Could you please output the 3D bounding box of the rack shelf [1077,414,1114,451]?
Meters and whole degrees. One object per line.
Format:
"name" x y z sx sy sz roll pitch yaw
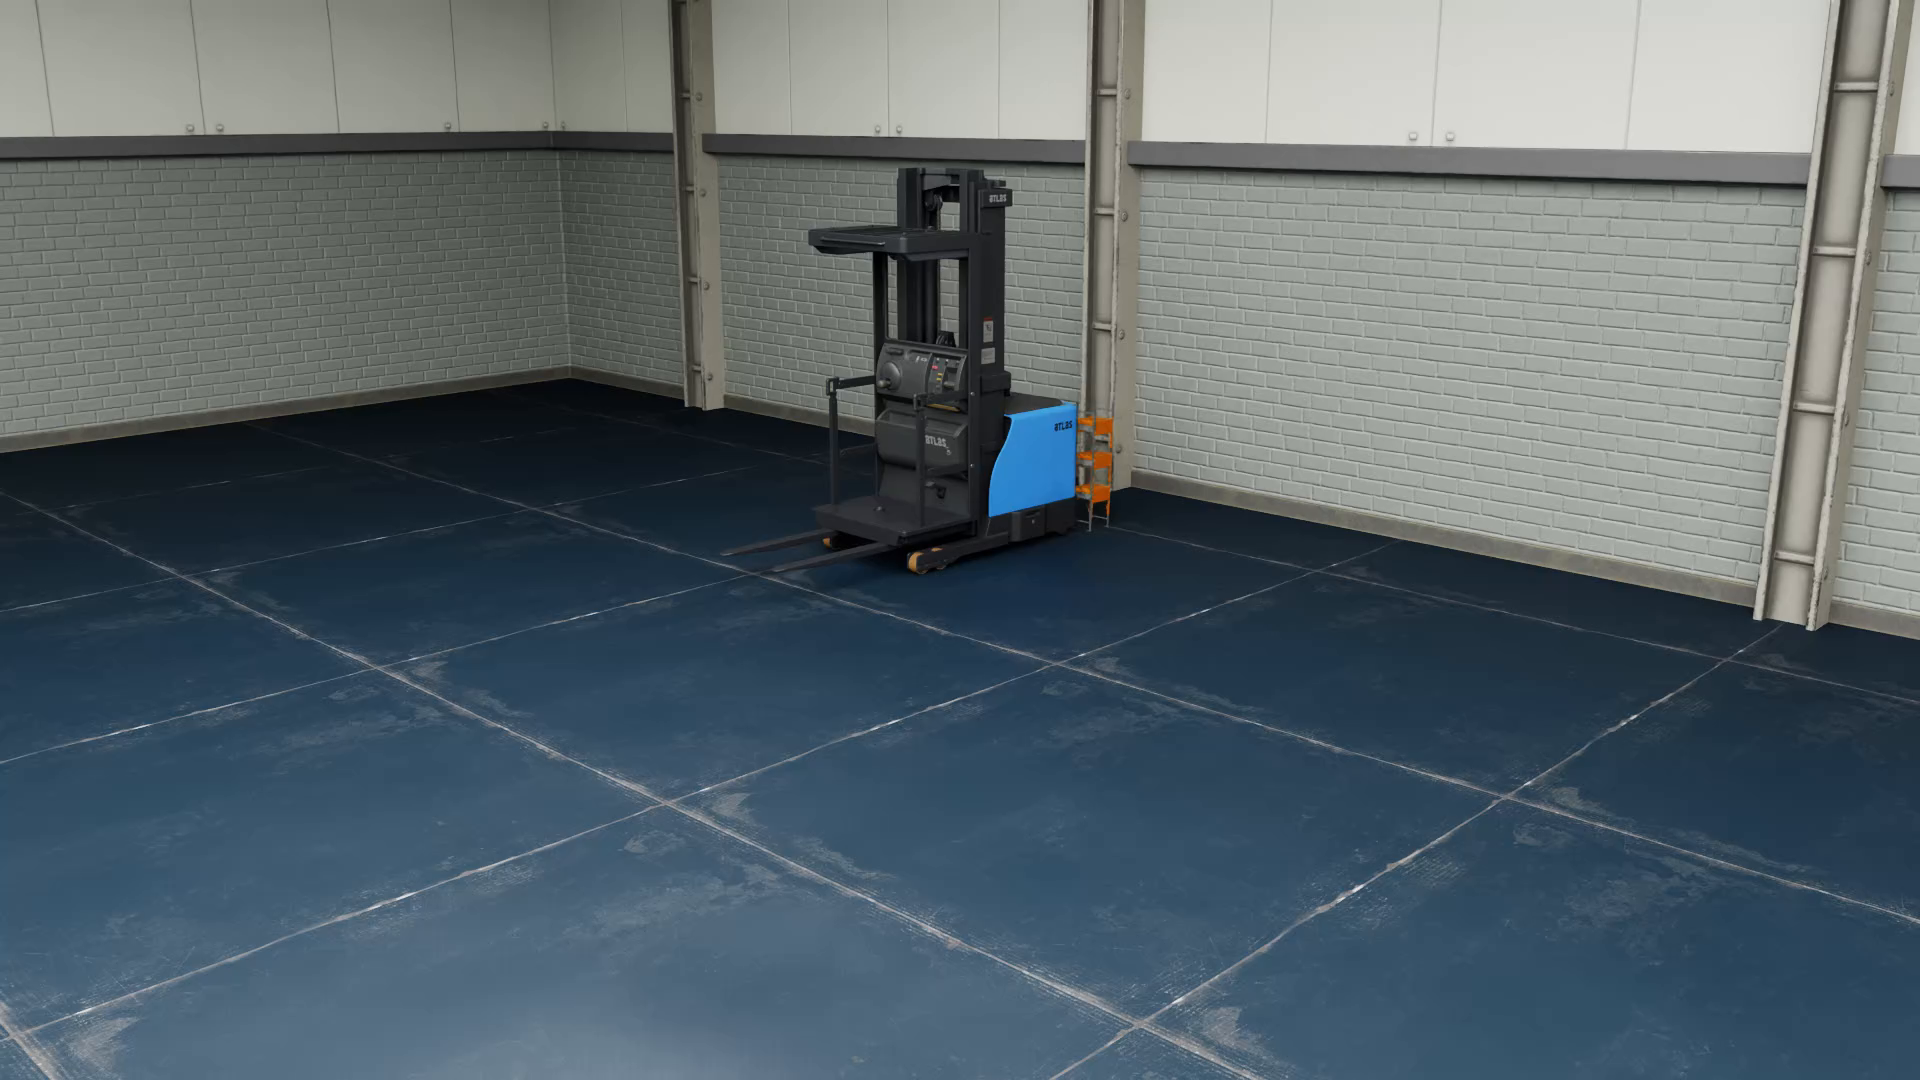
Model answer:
"rack shelf" 1.098 -0.880 13.628 0.215 0.259 0.240 12 17 39

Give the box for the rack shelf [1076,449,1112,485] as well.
"rack shelf" 1.091 -0.604 13.692 0.215 0.259 0.240 12 17 39

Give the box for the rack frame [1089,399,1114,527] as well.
"rack frame" 1.171 -0.633 13.779 0.200 1.050 0.008 12 17 39

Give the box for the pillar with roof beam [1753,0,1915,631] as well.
"pillar with roof beam" 2.679 -3.028 7.207 0.400 9.000 9.100 14 20 42

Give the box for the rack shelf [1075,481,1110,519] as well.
"rack shelf" 1.084 -0.333 13.754 0.215 0.259 0.240 12 17 39

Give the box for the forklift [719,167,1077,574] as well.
"forklift" -0.448 -1.308 12.639 3.031 2.935 1.130 -14 20 -43

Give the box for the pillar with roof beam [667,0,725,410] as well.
"pillar with roof beam" -5.960 -5.128 15.267 0.400 9.000 9.100 14 20 42

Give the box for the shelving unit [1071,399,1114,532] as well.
"shelving unit" 1.091 -0.614 13.689 0.215 1.050 0.252 12 17 39

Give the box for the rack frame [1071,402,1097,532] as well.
"rack frame" 1.011 -0.596 13.599 0.200 1.050 0.008 12 17 39

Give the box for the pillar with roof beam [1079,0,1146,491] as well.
"pillar with roof beam" -1.641 -4.078 11.237 0.400 9.000 9.100 14 20 42
